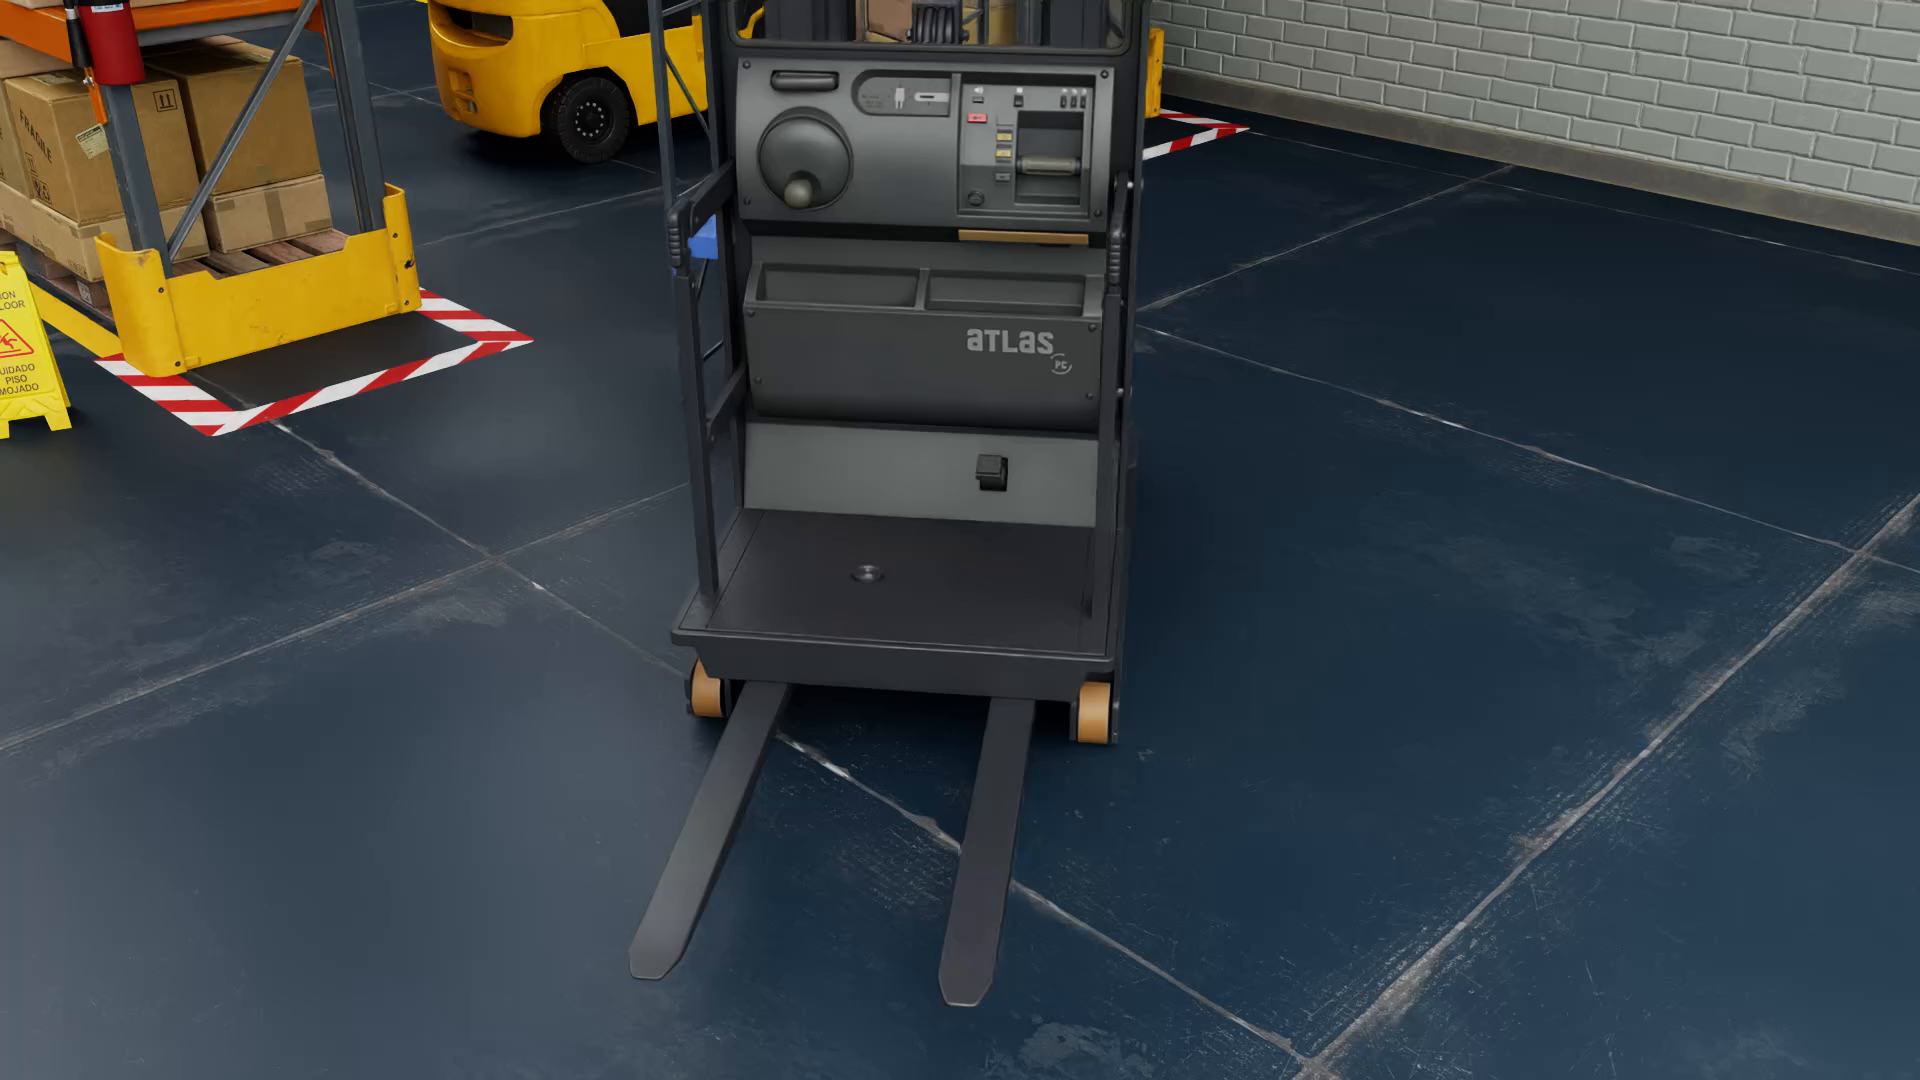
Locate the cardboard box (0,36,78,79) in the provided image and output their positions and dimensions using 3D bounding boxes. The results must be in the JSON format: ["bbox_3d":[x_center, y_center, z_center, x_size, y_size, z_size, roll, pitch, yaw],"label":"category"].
[{"bbox_3d":[-3.833,-2.031,6.890,0.380,0.149,0.250,-24,36,-38],"label":"cardboard box"}]

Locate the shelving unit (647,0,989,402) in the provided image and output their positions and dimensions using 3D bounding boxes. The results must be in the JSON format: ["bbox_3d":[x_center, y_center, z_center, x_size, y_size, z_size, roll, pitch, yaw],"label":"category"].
[{"bbox_3d":[-0.473,-1.223,5.964,1.048,1.500,0.538,8,29,15],"label":"shelving unit"}]

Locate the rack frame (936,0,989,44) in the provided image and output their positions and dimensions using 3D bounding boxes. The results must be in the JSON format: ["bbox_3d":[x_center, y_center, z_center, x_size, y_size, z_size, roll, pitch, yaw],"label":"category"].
[{"bbox_3d":[0.012,-1.152,5.830,0.032,1.500,0.500,8,29,15],"label":"rack frame"}]

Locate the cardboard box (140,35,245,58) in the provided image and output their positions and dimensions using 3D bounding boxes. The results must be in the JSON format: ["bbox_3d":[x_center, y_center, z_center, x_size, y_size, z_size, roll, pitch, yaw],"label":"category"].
[{"bbox_3d":[-3.545,-2.003,7.534,0.500,0.500,0.500,23,35,37],"label":"cardboard box"}]

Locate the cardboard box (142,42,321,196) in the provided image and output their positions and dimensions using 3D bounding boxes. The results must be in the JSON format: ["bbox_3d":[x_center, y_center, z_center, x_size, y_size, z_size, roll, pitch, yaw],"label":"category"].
[{"bbox_3d":[-3.169,-1.834,7.212,0.500,0.500,0.500,23,36,37],"label":"cardboard box"}]

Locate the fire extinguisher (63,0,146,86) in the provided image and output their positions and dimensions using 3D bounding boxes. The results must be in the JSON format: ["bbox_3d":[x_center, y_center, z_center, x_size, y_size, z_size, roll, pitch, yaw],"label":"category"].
[{"bbox_3d":[-3.012,-1.946,5.811,0.183,0.674,0.296,25,36,38],"label":"fire extinguisher"}]

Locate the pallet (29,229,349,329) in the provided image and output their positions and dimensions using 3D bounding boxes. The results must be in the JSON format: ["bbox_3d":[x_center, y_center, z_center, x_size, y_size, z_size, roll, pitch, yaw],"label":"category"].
[{"bbox_3d":[-3.379,-1.238,7.378,1.213,0.211,1.003,25,36,38],"label":"pallet"}]

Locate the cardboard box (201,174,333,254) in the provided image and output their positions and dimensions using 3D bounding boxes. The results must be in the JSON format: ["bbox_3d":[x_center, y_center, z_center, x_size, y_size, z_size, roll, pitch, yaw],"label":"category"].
[{"bbox_3d":[-3.151,-1.495,7.372,0.500,0.250,0.500,24,36,38],"label":"cardboard box"}]

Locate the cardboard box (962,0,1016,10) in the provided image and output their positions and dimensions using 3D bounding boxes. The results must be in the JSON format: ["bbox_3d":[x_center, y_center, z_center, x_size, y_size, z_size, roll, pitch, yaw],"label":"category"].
[{"bbox_3d":[0.160,-3.277,9.689,0.500,0.250,0.500,-24,36,-38],"label":"cardboard box"}]

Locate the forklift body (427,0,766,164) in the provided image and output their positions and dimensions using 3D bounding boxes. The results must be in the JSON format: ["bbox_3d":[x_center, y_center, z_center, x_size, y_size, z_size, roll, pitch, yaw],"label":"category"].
[{"bbox_3d":[-1.924,-3.457,9.513,1.214,2.155,2.313,25,36,38],"label":"forklift body"}]

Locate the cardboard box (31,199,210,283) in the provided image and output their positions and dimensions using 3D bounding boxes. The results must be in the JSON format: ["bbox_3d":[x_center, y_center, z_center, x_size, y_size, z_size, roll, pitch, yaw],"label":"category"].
[{"bbox_3d":[-3.552,-1.322,7.044,0.500,0.250,0.500,24,36,38],"label":"cardboard box"}]

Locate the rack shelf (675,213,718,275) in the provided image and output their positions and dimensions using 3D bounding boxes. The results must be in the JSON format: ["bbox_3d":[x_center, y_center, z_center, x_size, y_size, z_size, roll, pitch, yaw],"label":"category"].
[{"bbox_3d":[-0.473,-1.063,6.047,1.000,0.185,0.538,8,29,15],"label":"rack shelf"}]

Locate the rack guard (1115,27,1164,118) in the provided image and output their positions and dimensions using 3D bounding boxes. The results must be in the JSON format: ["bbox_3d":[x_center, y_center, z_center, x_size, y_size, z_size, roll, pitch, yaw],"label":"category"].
[{"bbox_3d":[0.724,-2.705,9.857,0.348,0.500,1.175,25,36,38],"label":"rack guard"}]

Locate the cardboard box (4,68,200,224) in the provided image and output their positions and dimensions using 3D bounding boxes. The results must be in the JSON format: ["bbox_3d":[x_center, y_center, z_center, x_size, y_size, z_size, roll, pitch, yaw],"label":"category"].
[{"bbox_3d":[-3.524,-1.646,6.855,0.500,0.500,0.500,25,37,39],"label":"cardboard box"}]

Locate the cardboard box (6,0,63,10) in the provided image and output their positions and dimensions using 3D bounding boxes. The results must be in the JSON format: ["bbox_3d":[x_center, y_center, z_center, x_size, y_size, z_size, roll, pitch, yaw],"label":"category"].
[{"bbox_3d":[-3.445,-2.156,6.398,0.250,0.149,0.380,24,36,38],"label":"cardboard box"}]

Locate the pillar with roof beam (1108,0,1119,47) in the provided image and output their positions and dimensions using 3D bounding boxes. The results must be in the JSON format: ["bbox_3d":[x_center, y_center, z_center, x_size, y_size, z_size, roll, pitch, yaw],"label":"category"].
[{"bbox_3d":[-2.176,-5.572,6.178,0.400,9.000,9.100,25,36,38],"label":"pillar with roof beam"}]

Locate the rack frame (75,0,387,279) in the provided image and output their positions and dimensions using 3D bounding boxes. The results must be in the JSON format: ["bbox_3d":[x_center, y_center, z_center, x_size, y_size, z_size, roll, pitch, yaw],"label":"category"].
[{"bbox_3d":[-2.770,-2.171,6.155,0.127,3.000,1.000,25,36,38],"label":"rack frame"}]

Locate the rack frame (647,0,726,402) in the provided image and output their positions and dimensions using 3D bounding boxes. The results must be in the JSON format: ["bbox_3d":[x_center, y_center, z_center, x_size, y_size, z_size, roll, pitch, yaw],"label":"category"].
[{"bbox_3d":[-0.958,-1.293,6.098,0.032,1.500,0.500,8,29,15],"label":"rack frame"}]

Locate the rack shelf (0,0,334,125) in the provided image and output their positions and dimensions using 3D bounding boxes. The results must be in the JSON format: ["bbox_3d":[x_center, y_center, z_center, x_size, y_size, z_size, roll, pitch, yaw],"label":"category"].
[{"bbox_3d":[-4.196,-2.505,7.564,4.000,0.370,1.077,25,36,38],"label":"rack shelf"}]

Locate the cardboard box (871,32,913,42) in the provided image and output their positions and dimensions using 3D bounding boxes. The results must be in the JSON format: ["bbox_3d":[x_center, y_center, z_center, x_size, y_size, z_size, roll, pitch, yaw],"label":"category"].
[{"bbox_3d":[-0.197,-3.002,10.239,0.500,0.250,0.500,25,36,38],"label":"cardboard box"}]

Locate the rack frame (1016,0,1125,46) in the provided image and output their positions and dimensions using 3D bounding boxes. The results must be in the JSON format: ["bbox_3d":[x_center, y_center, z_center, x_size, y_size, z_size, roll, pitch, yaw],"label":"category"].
[{"bbox_3d":[0.707,-3.819,9.290,0.127,3.000,1.000,25,36,38],"label":"rack frame"}]

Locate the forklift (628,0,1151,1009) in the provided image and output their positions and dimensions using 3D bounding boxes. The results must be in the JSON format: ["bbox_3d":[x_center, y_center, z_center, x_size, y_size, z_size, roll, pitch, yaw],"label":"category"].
[{"bbox_3d":[-0.115,-0.945,3.898,1.130,2.935,3.031,3,28,6],"label":"forklift"}]

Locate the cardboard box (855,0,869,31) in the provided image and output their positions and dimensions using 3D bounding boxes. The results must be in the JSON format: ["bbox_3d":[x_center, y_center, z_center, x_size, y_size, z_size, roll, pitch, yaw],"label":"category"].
[{"bbox_3d":[-0.592,-3.393,10.446,0.500,0.250,0.500,24,36,37],"label":"cardboard box"}]

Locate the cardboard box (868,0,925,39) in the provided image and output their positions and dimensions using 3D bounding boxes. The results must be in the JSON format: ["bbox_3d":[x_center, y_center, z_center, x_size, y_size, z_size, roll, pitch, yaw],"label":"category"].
[{"bbox_3d":[-0.209,-3.232,10.139,0.500,0.250,0.500,24,36,38],"label":"cardboard box"}]

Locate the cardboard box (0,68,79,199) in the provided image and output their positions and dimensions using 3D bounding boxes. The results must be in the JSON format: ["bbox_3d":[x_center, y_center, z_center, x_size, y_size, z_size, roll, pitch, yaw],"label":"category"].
[{"bbox_3d":[-3.899,-1.815,7.177,0.500,0.500,0.500,-24,36,-37],"label":"cardboard box"}]

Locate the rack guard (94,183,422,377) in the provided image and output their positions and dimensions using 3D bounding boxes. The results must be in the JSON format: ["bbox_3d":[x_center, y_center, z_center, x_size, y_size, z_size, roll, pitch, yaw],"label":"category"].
[{"bbox_3d":[-2.824,-1.089,6.784,0.348,0.500,1.175,25,36,38],"label":"rack guard"}]

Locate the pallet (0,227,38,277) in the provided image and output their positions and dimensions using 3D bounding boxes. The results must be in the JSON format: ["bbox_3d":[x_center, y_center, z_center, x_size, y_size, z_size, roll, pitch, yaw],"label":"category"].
[{"bbox_3d":[-4.245,-1.636,8.135,1.213,0.211,1.003,25,36,38],"label":"pallet"}]

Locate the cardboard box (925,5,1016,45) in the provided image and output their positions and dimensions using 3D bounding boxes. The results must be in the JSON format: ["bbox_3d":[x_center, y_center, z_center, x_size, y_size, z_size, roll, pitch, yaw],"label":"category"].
[{"bbox_3d":[0.141,-3.064,9.821,0.500,0.250,0.500,24,36,38],"label":"cardboard box"}]

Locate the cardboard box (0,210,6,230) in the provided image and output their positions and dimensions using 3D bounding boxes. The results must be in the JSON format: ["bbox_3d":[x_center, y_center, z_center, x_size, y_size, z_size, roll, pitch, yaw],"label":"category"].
[{"bbox_3d":[-4.276,-1.655,7.677,0.500,0.250,0.500,23,35,37],"label":"cardboard box"}]

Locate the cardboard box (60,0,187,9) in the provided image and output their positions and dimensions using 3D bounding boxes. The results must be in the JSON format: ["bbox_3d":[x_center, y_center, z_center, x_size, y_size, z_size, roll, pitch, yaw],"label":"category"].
[{"bbox_3d":[-3.187,-2.111,6.311,0.380,0.149,0.250,-24,36,-38],"label":"cardboard box"}]

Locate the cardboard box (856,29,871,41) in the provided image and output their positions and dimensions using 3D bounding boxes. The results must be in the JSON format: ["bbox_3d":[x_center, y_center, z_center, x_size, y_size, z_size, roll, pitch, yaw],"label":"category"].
[{"bbox_3d":[-0.548,-3.168,10.555,0.500,0.250,0.500,-25,37,-39],"label":"cardboard box"}]

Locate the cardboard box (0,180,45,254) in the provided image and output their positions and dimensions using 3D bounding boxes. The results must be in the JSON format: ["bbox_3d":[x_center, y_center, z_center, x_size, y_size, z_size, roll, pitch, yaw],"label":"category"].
[{"bbox_3d":[-3.899,-1.486,7.356,0.500,0.250,0.500,25,37,39],"label":"cardboard box"}]

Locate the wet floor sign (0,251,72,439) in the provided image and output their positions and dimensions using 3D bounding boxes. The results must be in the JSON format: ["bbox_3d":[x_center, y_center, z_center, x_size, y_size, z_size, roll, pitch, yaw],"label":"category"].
[{"bbox_3d":[-3.385,-0.712,5.910,0.267,0.644,0.232,-13,30,-22],"label":"wet floor sign"}]
